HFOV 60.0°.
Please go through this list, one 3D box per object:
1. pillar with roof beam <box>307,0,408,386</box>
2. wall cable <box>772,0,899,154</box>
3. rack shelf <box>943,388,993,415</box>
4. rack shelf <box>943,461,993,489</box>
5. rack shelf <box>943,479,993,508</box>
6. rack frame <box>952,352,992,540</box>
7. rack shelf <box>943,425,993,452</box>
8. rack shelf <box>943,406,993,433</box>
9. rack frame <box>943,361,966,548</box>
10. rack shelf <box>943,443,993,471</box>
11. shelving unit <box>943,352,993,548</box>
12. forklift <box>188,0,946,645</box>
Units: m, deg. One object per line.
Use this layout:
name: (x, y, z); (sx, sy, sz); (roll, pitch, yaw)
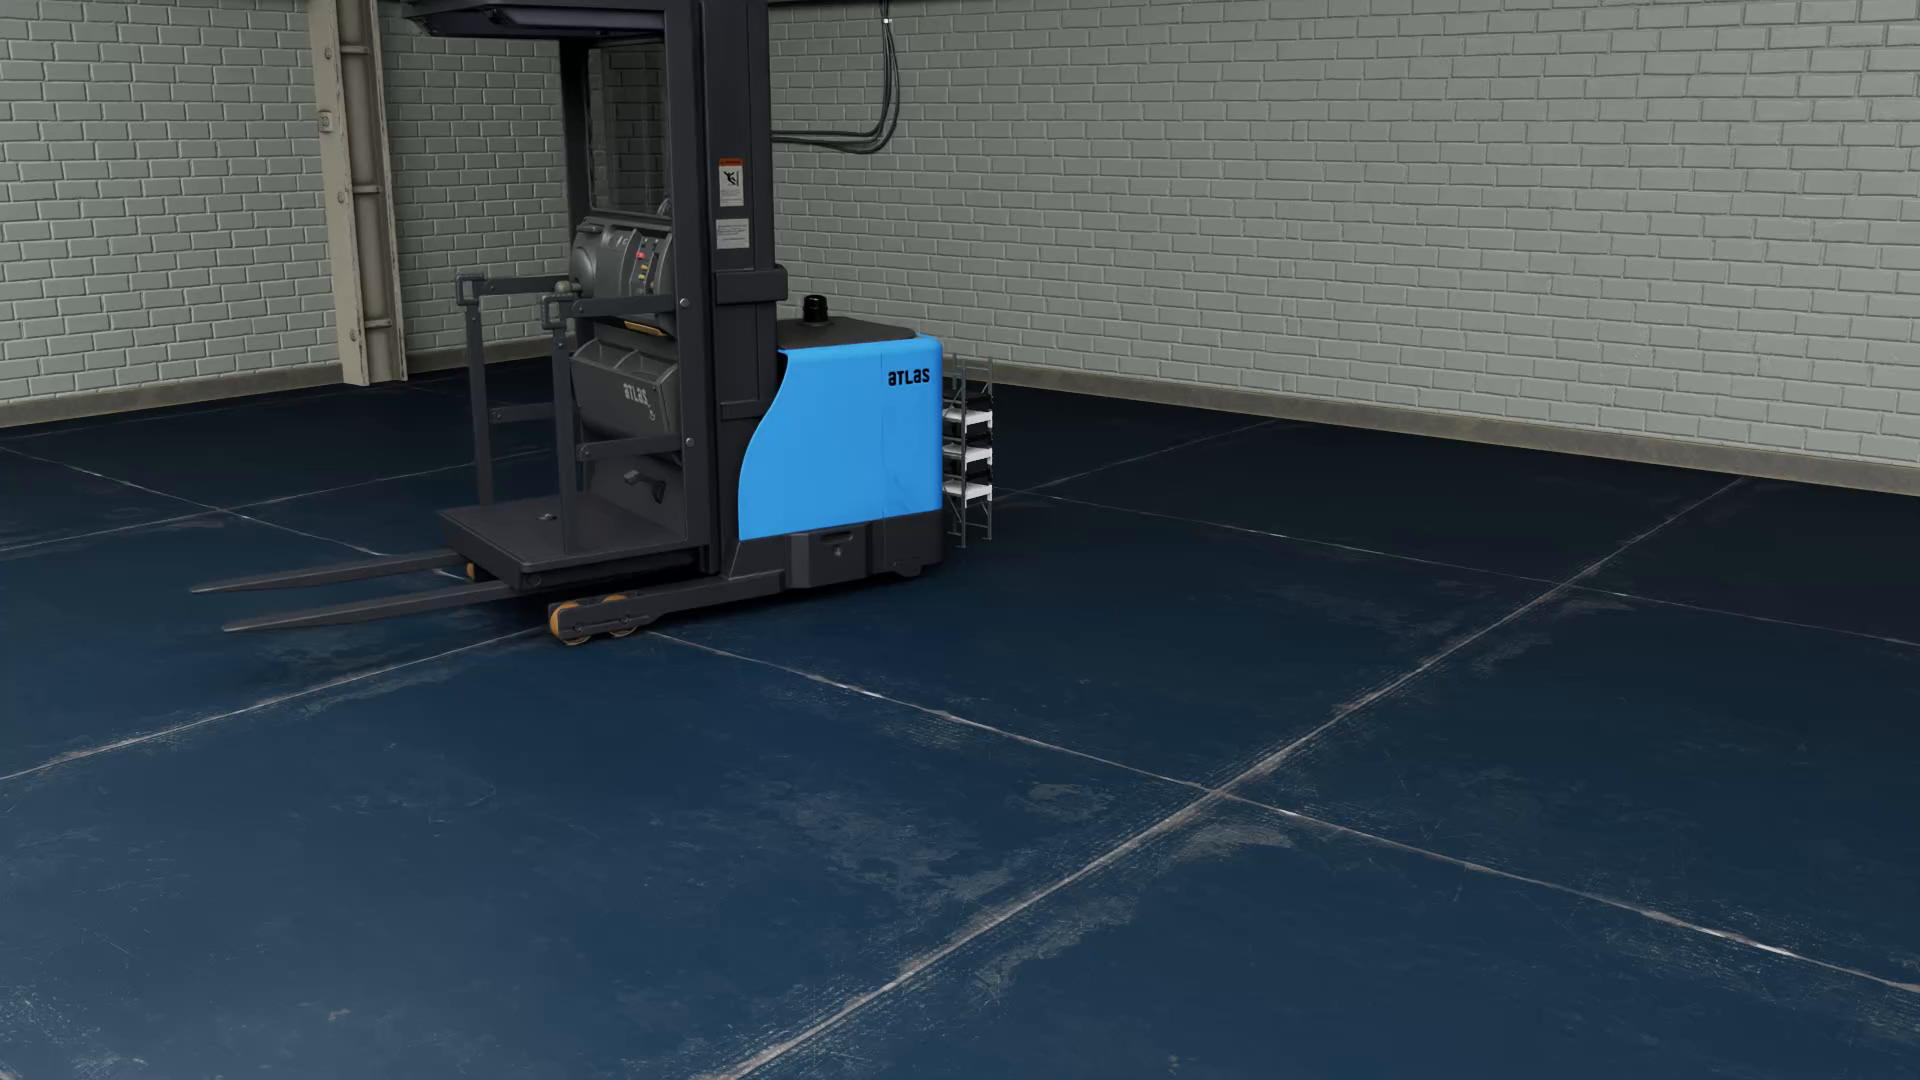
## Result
pillar with roof beam: (-1.231, -4.940, 9.294); (9.100, 9.000, 0.400); (11, 18, 38)
wall cable: (-1.700, -4.461, 13.714); (3.097, 2.526, 0.112); (11, 18, 38)
rack shelf: (-0.005, -0.664, 7.948); (0.258, 0.077, 0.200); (11, 18, 38)
rack shelf: (-0.005, -0.315, 8.036); (0.258, 0.077, 0.200); (11, 18, 38)
rack shelf: (-0.005, -0.228, 8.059); (0.258, 0.077, 0.200); (11, 18, 38)
rack frame: (0.059, -0.454, 8.083); (0.240, 0.900, 0.006); (11, 18, 38)
rack shelf: (-0.005, -0.490, 7.992); (0.258, 0.077, 0.200); (11, 18, 38)
rack shelf: (-0.005, -0.577, 7.970); (0.258, 0.077, 0.200); (11, 18, 38)
rack frame: (-0.069, -0.415, 7.929); (0.240, 0.900, 0.006); (11, 18, 38)
rack shelf: (-0.005, -0.402, 8.014); (0.258, 0.077, 0.200); (11, 18, 38)
shelving unit: (-0.005, -0.435, 8.006); (0.258, 0.900, 0.210); (11, 18, 38)
forklift: (-1.567, -1.157, 6.725); (3.031, 2.935, 1.130); (-10, 17, -33)
